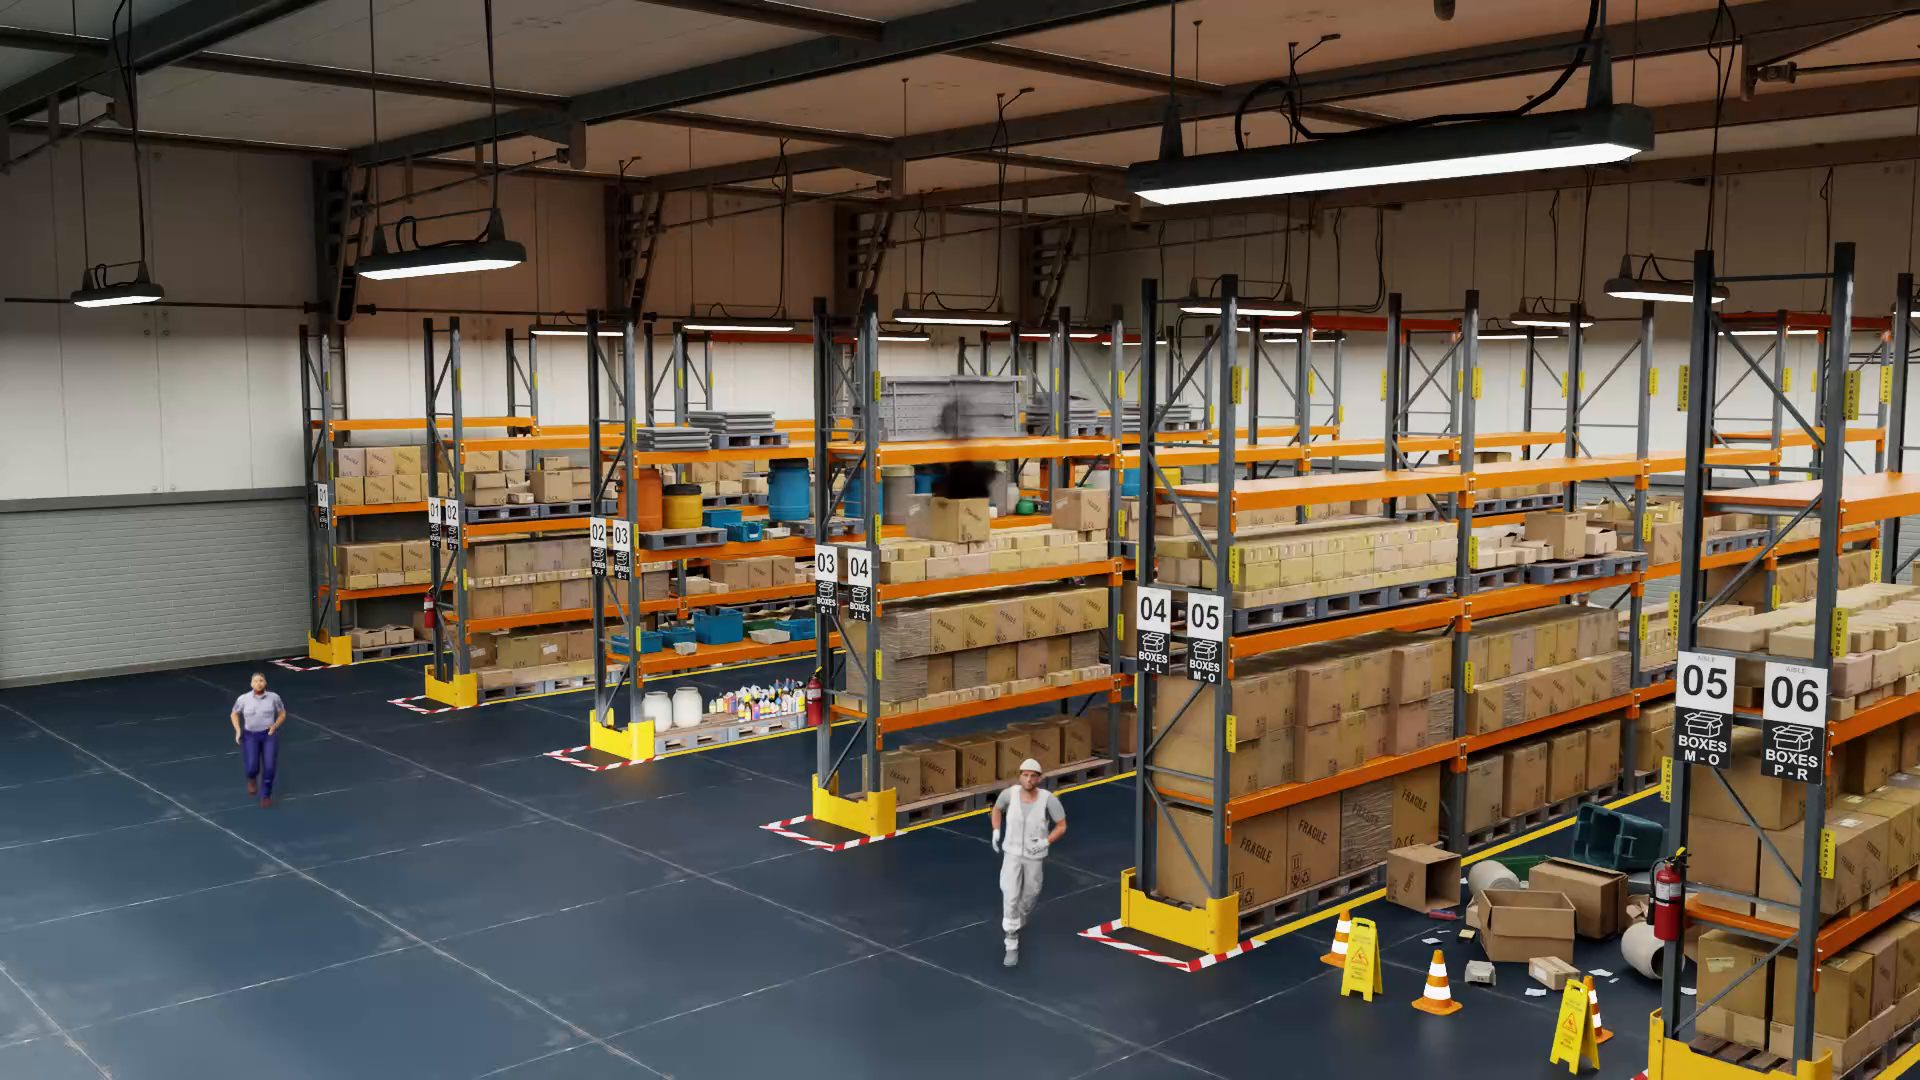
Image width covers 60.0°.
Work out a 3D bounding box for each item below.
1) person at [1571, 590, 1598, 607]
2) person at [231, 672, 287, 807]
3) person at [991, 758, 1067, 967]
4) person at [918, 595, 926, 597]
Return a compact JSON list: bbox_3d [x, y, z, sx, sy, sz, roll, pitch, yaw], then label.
[{"bbox_3d":[10.027,1.595,26.871,0.653,1.726,0.631,4,7,37],"label":"person"},{"bbox_3d":[-8.345,2.378,19.833,0.607,1.606,0.549,-3,6,-26],"label":"person"},{"bbox_3d":[0.609,2.811,14.835,0.696,1.778,0.903,1,6,9],"label":"person"},{"bbox_3d":[-0.599,1.515,28.226,0.621,1.617,0.554,5,8,43],"label":"person"}]
